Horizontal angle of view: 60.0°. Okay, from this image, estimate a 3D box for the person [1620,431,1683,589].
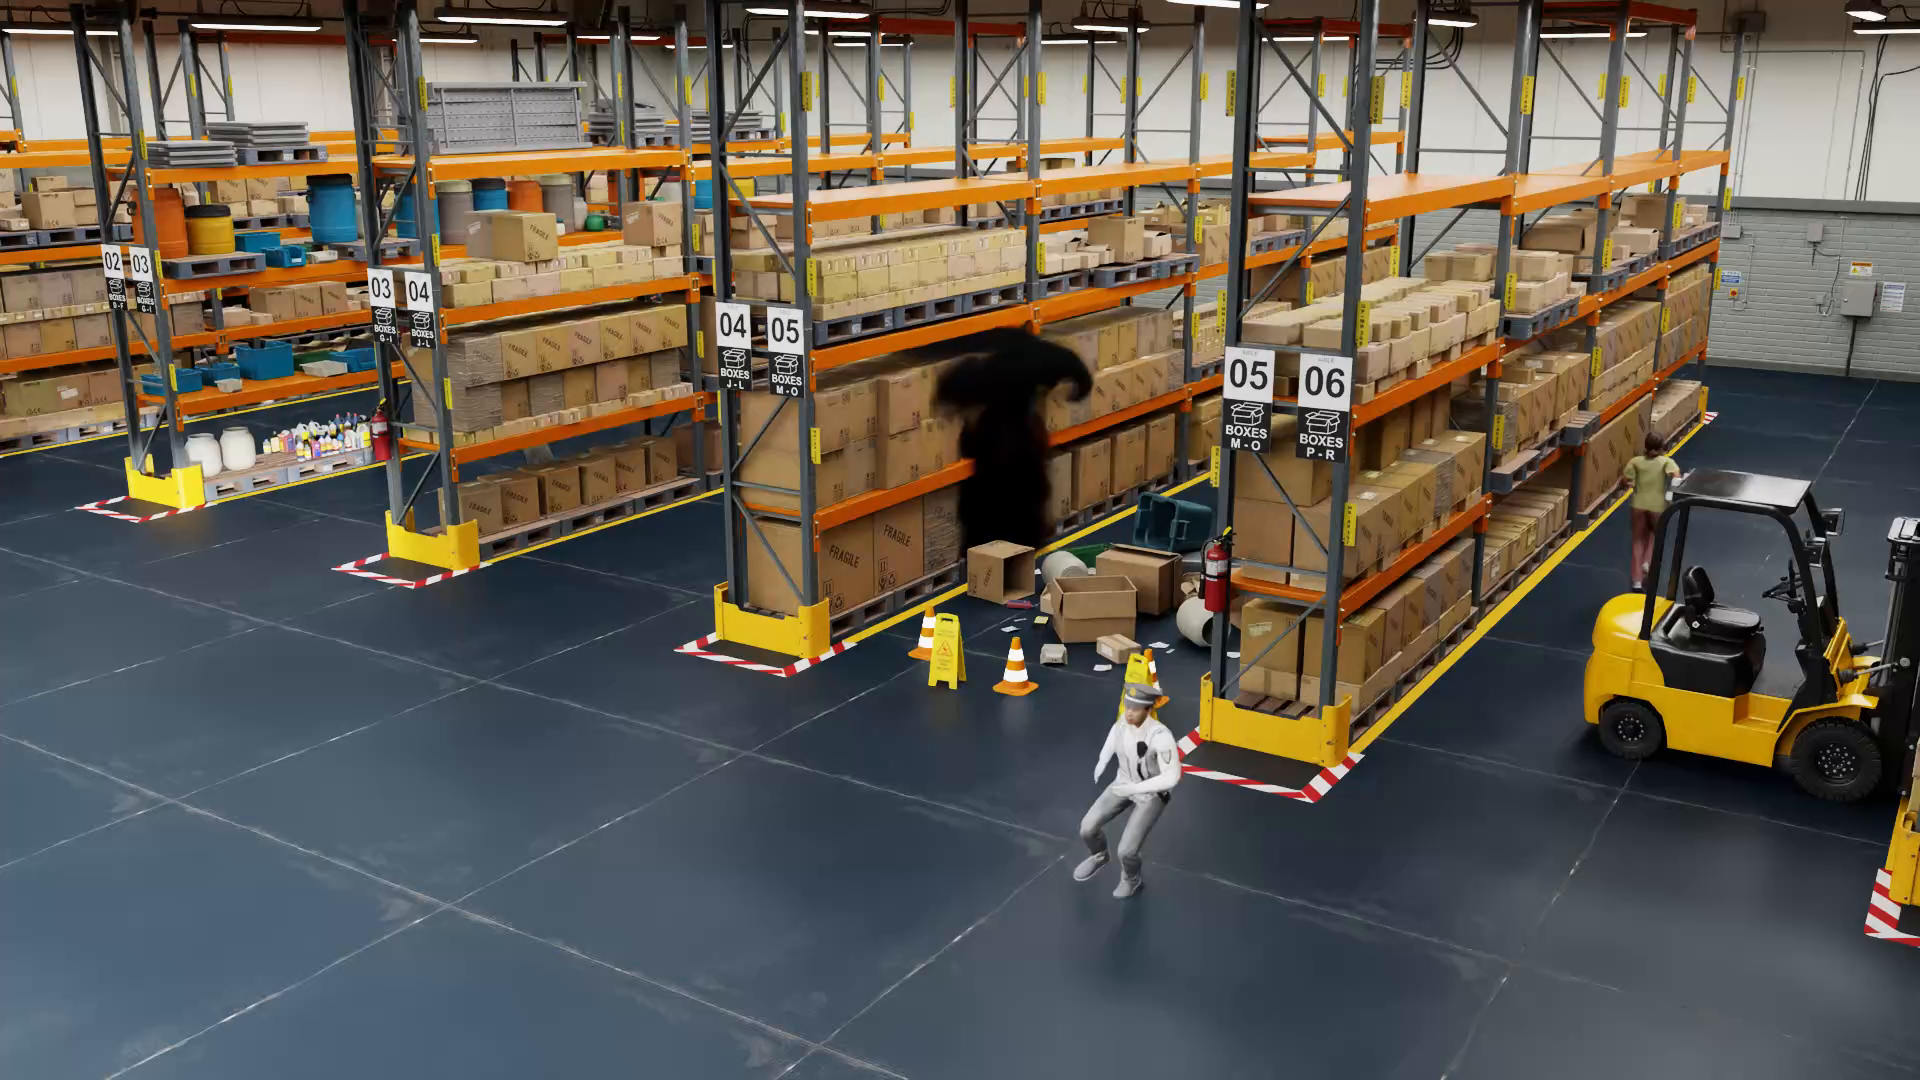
[{"bbox_3d":[7.156,-0.316,17.287,0.610,1.630,0.686,7,17,24],"label":"person"}]

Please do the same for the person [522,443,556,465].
[{"bbox_3d":[-5.583,-1.583,21.661,0.607,1.835,0.857,11,19,34],"label":"person"}]

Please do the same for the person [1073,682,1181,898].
[{"bbox_3d":[1.092,1.629,10.585,0.780,1.608,0.552,12,20,37],"label":"person"}]
